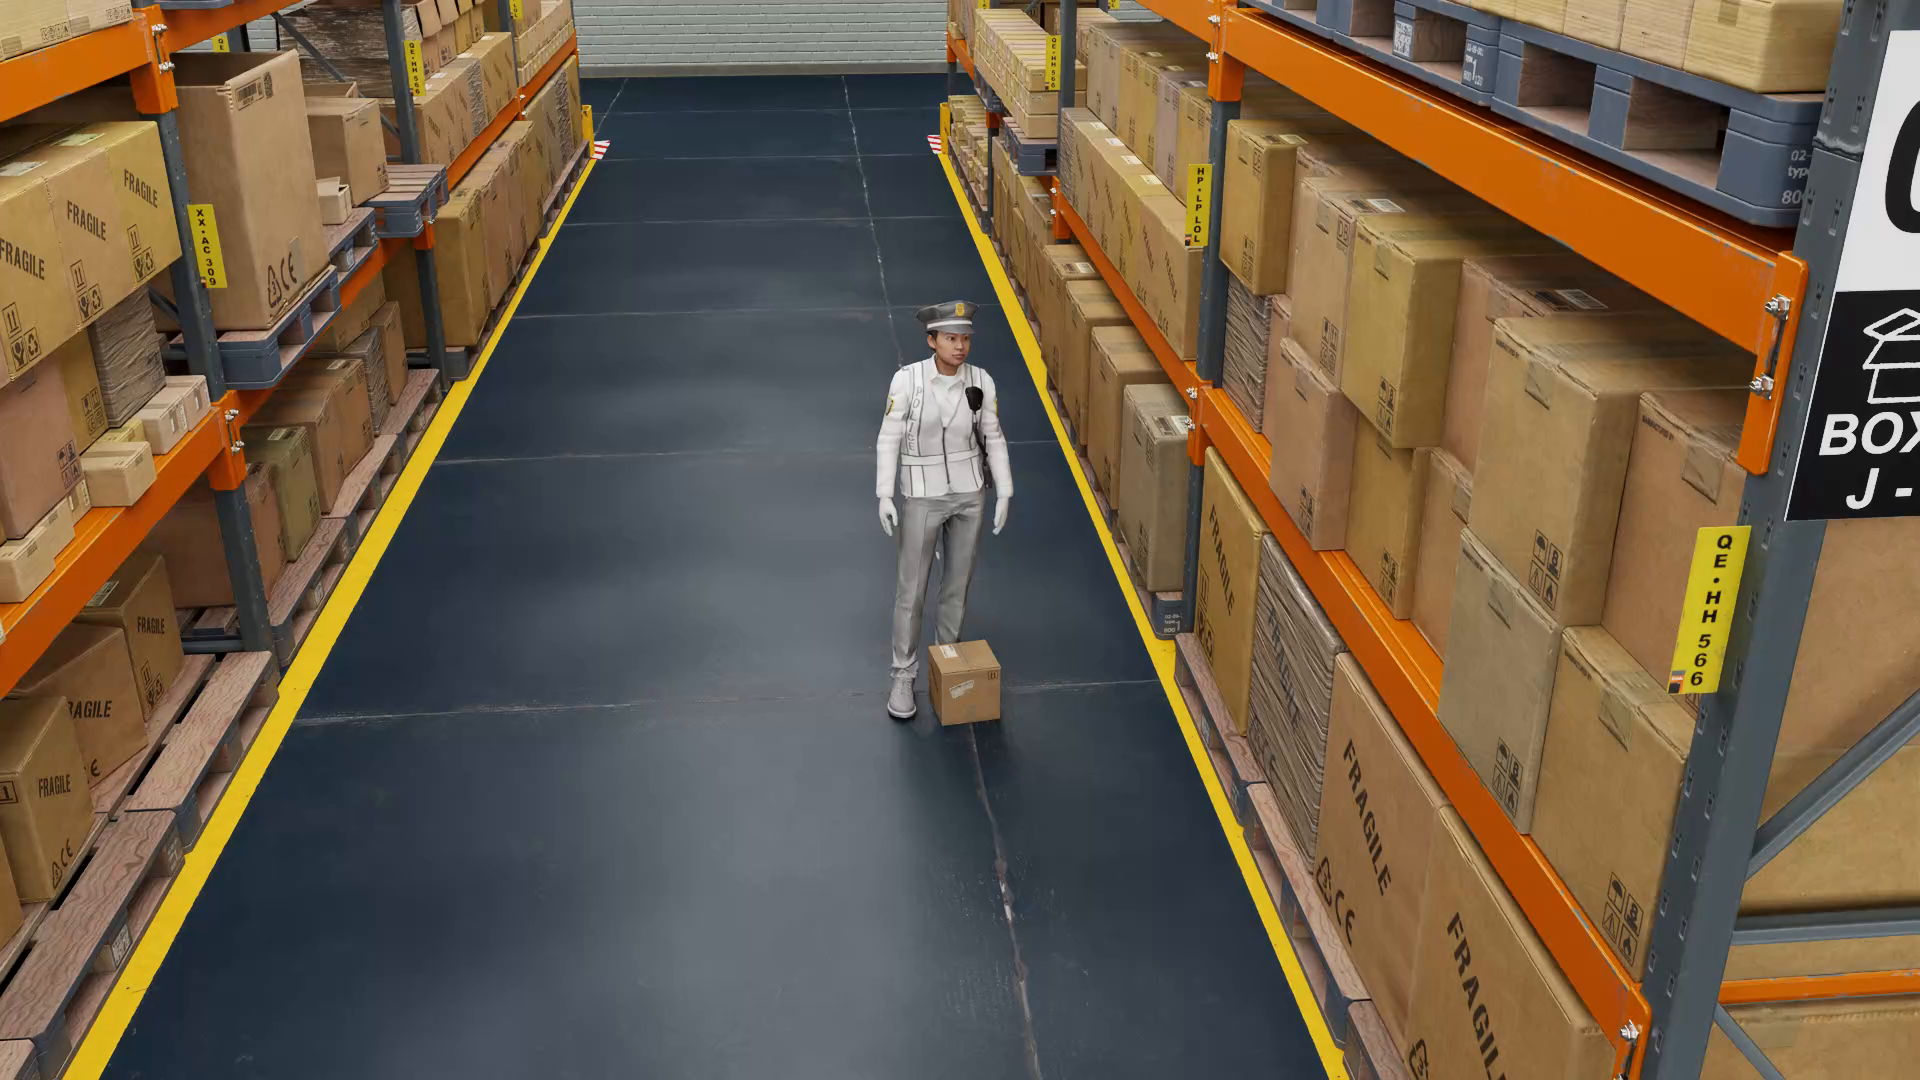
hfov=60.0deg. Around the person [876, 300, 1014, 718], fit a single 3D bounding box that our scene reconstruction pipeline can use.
[{"bbox_3d":[-0.055,-0.148,6.871,0.587,1.694,0.529,-5,24,-11],"label":"person"}]
